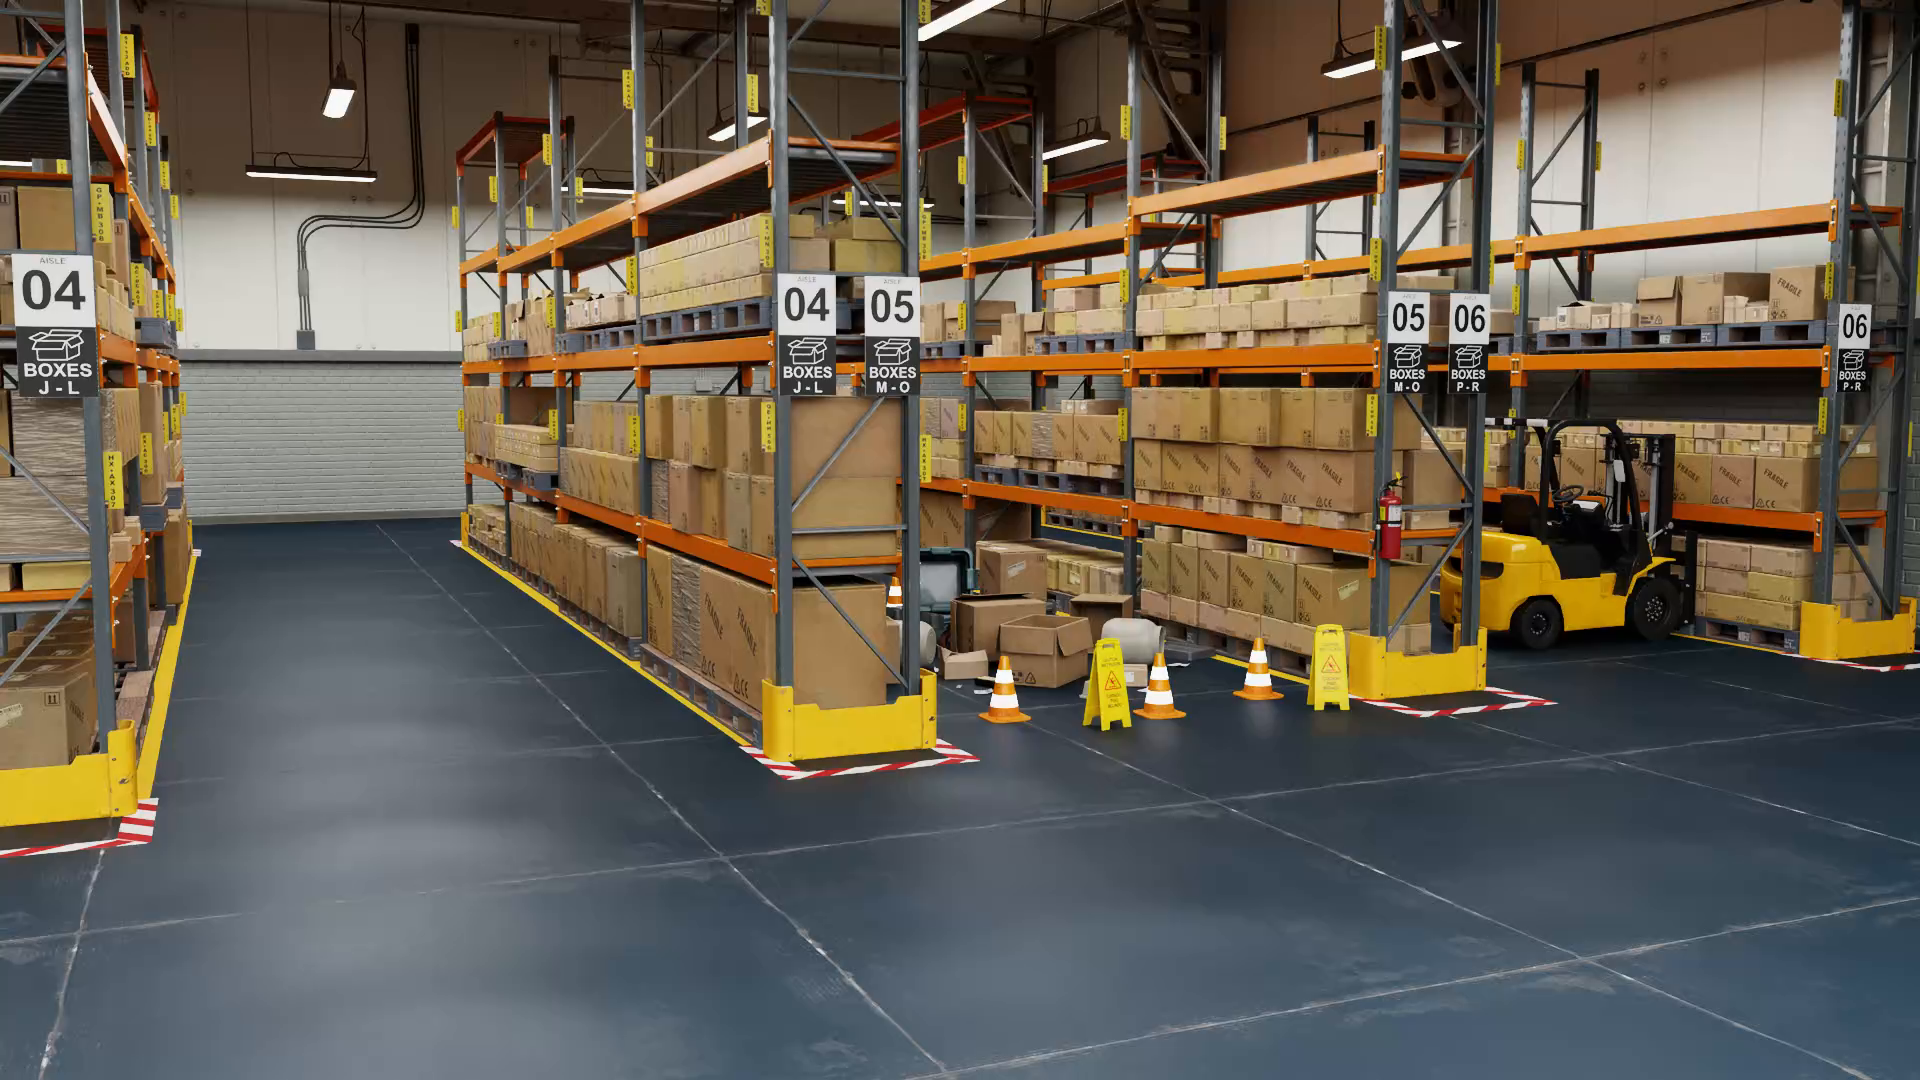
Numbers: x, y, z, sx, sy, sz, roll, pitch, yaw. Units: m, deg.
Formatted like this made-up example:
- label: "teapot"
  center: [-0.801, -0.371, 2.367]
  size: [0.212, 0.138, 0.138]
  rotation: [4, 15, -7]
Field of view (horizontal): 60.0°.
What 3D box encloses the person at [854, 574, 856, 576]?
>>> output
- label: "person"
  center: [-1.518, 0.511, 17.591]
  size: [0.891, 0.817, 0.546]
  rotation: [-2, 6, -24]
